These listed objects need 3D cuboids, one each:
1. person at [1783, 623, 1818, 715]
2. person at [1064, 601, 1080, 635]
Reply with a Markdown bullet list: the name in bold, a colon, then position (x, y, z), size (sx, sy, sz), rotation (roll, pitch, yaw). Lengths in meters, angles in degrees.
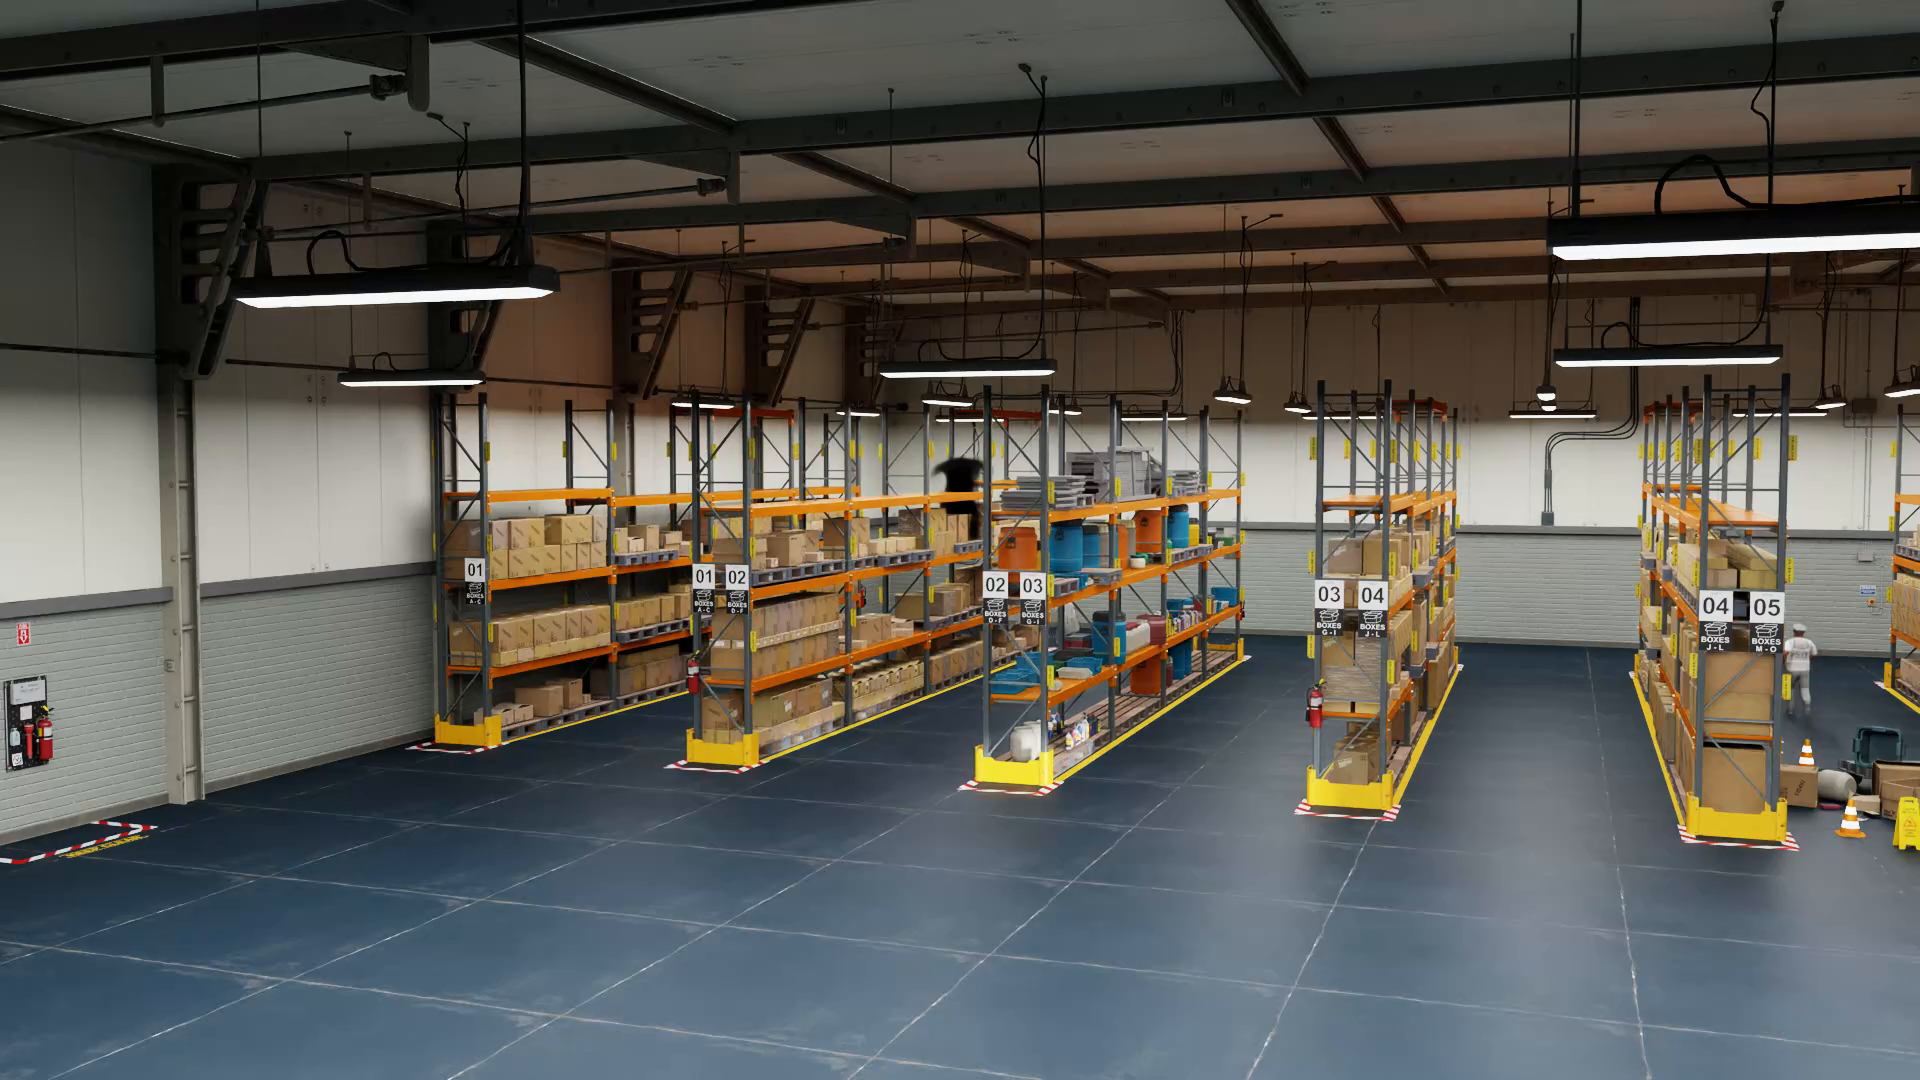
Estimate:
- **person**: position (15.799, 2.446, 31.345), size (0.660, 1.745, 0.926), rotation (1, 3, 15)
- **person**: position (2.764, 1.960, 42.318), size (0.611, 1.606, 0.475), rotation (-2, 4, -30)
